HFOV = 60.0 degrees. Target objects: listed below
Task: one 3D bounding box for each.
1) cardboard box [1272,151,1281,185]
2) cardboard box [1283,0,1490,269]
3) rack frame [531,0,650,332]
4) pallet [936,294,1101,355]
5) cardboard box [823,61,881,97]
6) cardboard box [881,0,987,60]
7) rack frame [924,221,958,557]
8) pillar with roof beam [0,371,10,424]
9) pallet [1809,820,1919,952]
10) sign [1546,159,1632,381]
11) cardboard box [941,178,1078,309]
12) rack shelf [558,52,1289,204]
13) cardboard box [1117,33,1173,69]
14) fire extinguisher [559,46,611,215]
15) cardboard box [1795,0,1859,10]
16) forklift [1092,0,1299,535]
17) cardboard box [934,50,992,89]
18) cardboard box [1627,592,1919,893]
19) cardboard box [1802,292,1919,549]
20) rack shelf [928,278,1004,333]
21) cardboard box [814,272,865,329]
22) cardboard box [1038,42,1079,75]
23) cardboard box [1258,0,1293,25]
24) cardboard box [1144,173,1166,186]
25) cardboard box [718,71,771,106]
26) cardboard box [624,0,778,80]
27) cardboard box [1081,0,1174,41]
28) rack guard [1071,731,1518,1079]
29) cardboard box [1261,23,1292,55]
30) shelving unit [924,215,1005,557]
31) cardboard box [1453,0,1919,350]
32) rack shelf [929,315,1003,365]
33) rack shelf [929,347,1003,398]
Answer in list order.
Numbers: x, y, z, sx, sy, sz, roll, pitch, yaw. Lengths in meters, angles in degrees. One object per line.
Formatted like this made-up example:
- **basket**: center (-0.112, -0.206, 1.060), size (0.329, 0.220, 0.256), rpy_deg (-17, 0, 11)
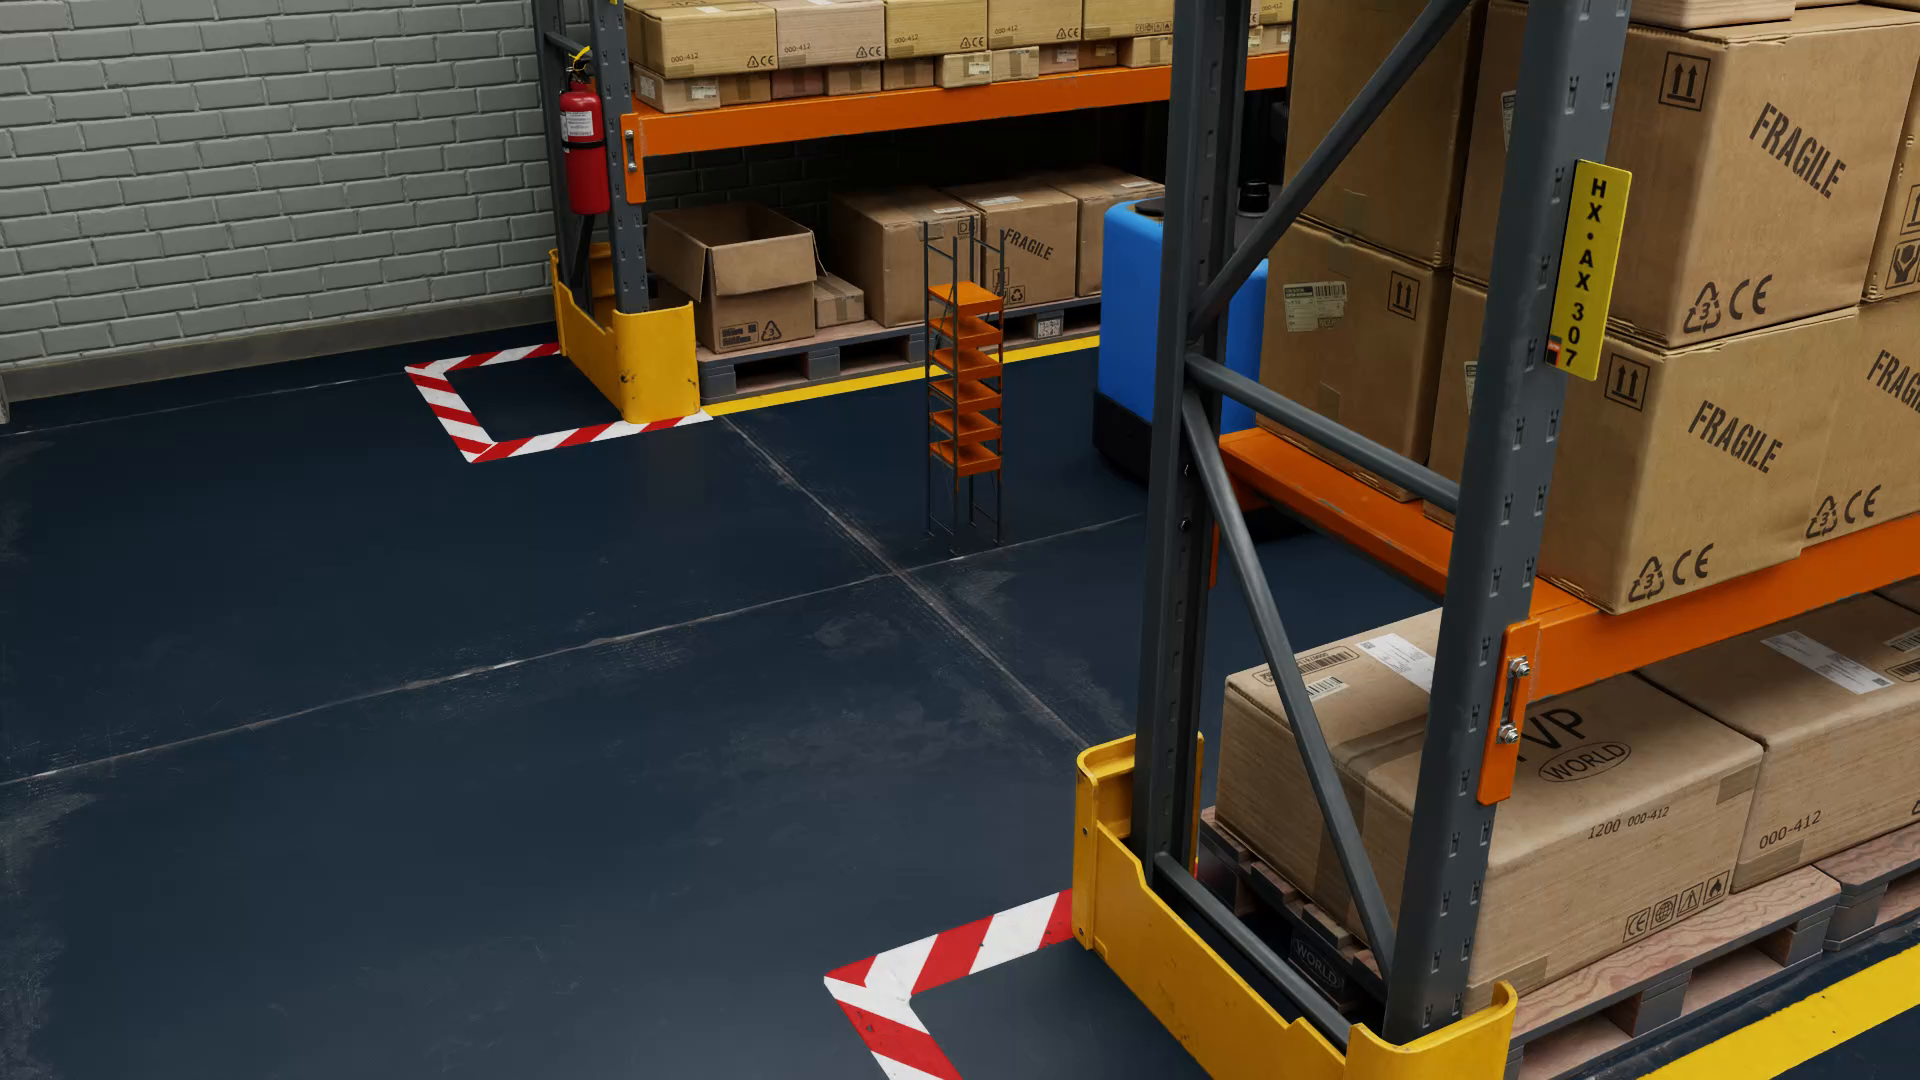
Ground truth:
- **cardboard box**: center (2.190, -2.183, 9.735), size (0.500, 0.500, 0.500), rpy_deg (-13, 29, -25)
- **cardboard box**: center (1.019, -0.883, 3.353), size (0.500, 0.500, 0.500), rpy_deg (-12, 28, -23)
- **rack frame**: center (-1.634, -2.093, 7.144), size (0.127, 3.000, 1.000), rpy_deg (-13, 29, -25)
- **pallet**: center (0.211, -1.261, 8.633), size (1.213, 0.211, 1.003), rpy_deg (-13, 29, -25)
- **cardboard box**: center (-0.545, -2.107, 7.462), size (0.250, 0.149, 0.380), rpy_deg (-12, 28, -23)
- **cardboard box**: center (-0.216, -2.356, 7.522), size (0.500, 0.250, 0.500), rpy_deg (-14, 29, -26)
- **rack frame**: center (-0.068, -0.525, 5.958), size (0.006, 1.200, 0.240), rpy_deg (-13, 29, -25)
- **pillar with roof beam**: center (-2.411, -2.949, 1.995), size (0.400, 9.000, 9.100), rpy_deg (-13, 29, -25)
- **pallet**: center (2.449, 0.619, 4.716), size (1.213, 0.211, 1.003), rpy_deg (-13, 29, -25)
- **sign**: center (0.961, -0.411, 2.549), size (0.005, 0.325, 0.100), rpy_deg (-13, 29, -25)
- **cardboard box**: center (0.237, -1.473, 8.255), size (0.500, 0.500, 0.500), rpy_deg (-12, 28, -24)
- **rack shelf**: center (0.131, -2.176, 8.148), size (4.000, 0.370, 1.077), rpy_deg (-13, 29, -25)
- **cardboard box**: center (0.839, -2.404, 8.082), size (0.250, 0.149, 0.380), rpy_deg (-13, 29, -26)
- **fire extinguisher**: center (-1.546, -1.684, 6.812), size (0.183, 0.674, 0.296), rpy_deg (-13, 29, -25)
- **cardboard box**: center (1.347, -1.034, 2.917), size (0.250, 0.149, 0.380), rpy_deg (-12, 28, -24)
- **forklift**: center (2.105, -1.767, 6.544), size (3.031, 2.935, 1.130), rpy_deg (-12, 28, -23)
- **cardboard box**: center (-0.054, -2.186, 7.627), size (0.250, 0.149, 0.380), rpy_deg (-14, 29, -27)
- **cardboard box**: center (2.044, 0.405, 4.416), size (0.875, 0.438, 0.875), rpy_deg (-12, 28, -24)
- **cardboard box**: center (1.697, -0.345, 3.388), size (0.500, 0.500, 0.500), rpy_deg (-13, 29, -26)
- **rack shelf**: center (0.013, -0.828, 5.860), size (0.180, 0.103, 0.258), rpy_deg (-13, 29, -25)
- **cardboard box**: center (-0.656, -1.157, 8.004), size (0.250, 0.149, 0.380), rpy_deg (-14, 29, -27)
- **cardboard box**: center (0.363, -2.326, 7.919), size (0.250, 0.149, 0.380), rpy_deg (-13, 29, -25)
- **cardboard box**: center (1.561, -2.778, 8.399), size (0.500, 0.250, 0.500), rpy_deg (-12, 28, -24)
- **cardboard box**: center (1.202, -1.841, 9.240), size (0.500, 0.311, 0.500), rpy_deg (-12, 28, -23)
- **cardboard box**: center (-1.012, -2.012, 7.264), size (0.250, 0.149, 0.380), rpy_deg (-12, 28, -24)
- **cardboard box**: center (-1.107, -2.149, 7.090), size (0.500, 0.250, 0.500), rpy_deg (-13, 28, -25)
- **cardboard box**: center (0.680, -2.573, 7.974), size (0.500, 0.250, 0.500), rpy_deg (-13, 29, -25)
- **rack guard**: center (0.684, 0.933, 3.728), size (0.348, 0.500, 1.175), rpy_deg (-13, 29, -25)
- **cardboard box**: center (1.514, -2.572, 8.431), size (0.250, 0.149, 0.380), rpy_deg (-12, 28, -24)
- **shelving unit**: center (0.013, -0.544, 5.996), size (0.189, 1.200, 0.258), rpy_deg (-13, 29, -25)
- **cardboard box**: center (1.263, -0.683, 2.936), size (0.500, 0.500, 0.500), rpy_deg (-14, 29, -26)
- **rack shelf**: center (0.013, -0.720, 5.912), size (0.180, 0.103, 0.258), rpy_deg (-13, 29, -25)
- **rack shelf**: center (0.013, -0.612, 5.964), size (0.180, 0.103, 0.258), rpy_deg (-13, 29, -25)
